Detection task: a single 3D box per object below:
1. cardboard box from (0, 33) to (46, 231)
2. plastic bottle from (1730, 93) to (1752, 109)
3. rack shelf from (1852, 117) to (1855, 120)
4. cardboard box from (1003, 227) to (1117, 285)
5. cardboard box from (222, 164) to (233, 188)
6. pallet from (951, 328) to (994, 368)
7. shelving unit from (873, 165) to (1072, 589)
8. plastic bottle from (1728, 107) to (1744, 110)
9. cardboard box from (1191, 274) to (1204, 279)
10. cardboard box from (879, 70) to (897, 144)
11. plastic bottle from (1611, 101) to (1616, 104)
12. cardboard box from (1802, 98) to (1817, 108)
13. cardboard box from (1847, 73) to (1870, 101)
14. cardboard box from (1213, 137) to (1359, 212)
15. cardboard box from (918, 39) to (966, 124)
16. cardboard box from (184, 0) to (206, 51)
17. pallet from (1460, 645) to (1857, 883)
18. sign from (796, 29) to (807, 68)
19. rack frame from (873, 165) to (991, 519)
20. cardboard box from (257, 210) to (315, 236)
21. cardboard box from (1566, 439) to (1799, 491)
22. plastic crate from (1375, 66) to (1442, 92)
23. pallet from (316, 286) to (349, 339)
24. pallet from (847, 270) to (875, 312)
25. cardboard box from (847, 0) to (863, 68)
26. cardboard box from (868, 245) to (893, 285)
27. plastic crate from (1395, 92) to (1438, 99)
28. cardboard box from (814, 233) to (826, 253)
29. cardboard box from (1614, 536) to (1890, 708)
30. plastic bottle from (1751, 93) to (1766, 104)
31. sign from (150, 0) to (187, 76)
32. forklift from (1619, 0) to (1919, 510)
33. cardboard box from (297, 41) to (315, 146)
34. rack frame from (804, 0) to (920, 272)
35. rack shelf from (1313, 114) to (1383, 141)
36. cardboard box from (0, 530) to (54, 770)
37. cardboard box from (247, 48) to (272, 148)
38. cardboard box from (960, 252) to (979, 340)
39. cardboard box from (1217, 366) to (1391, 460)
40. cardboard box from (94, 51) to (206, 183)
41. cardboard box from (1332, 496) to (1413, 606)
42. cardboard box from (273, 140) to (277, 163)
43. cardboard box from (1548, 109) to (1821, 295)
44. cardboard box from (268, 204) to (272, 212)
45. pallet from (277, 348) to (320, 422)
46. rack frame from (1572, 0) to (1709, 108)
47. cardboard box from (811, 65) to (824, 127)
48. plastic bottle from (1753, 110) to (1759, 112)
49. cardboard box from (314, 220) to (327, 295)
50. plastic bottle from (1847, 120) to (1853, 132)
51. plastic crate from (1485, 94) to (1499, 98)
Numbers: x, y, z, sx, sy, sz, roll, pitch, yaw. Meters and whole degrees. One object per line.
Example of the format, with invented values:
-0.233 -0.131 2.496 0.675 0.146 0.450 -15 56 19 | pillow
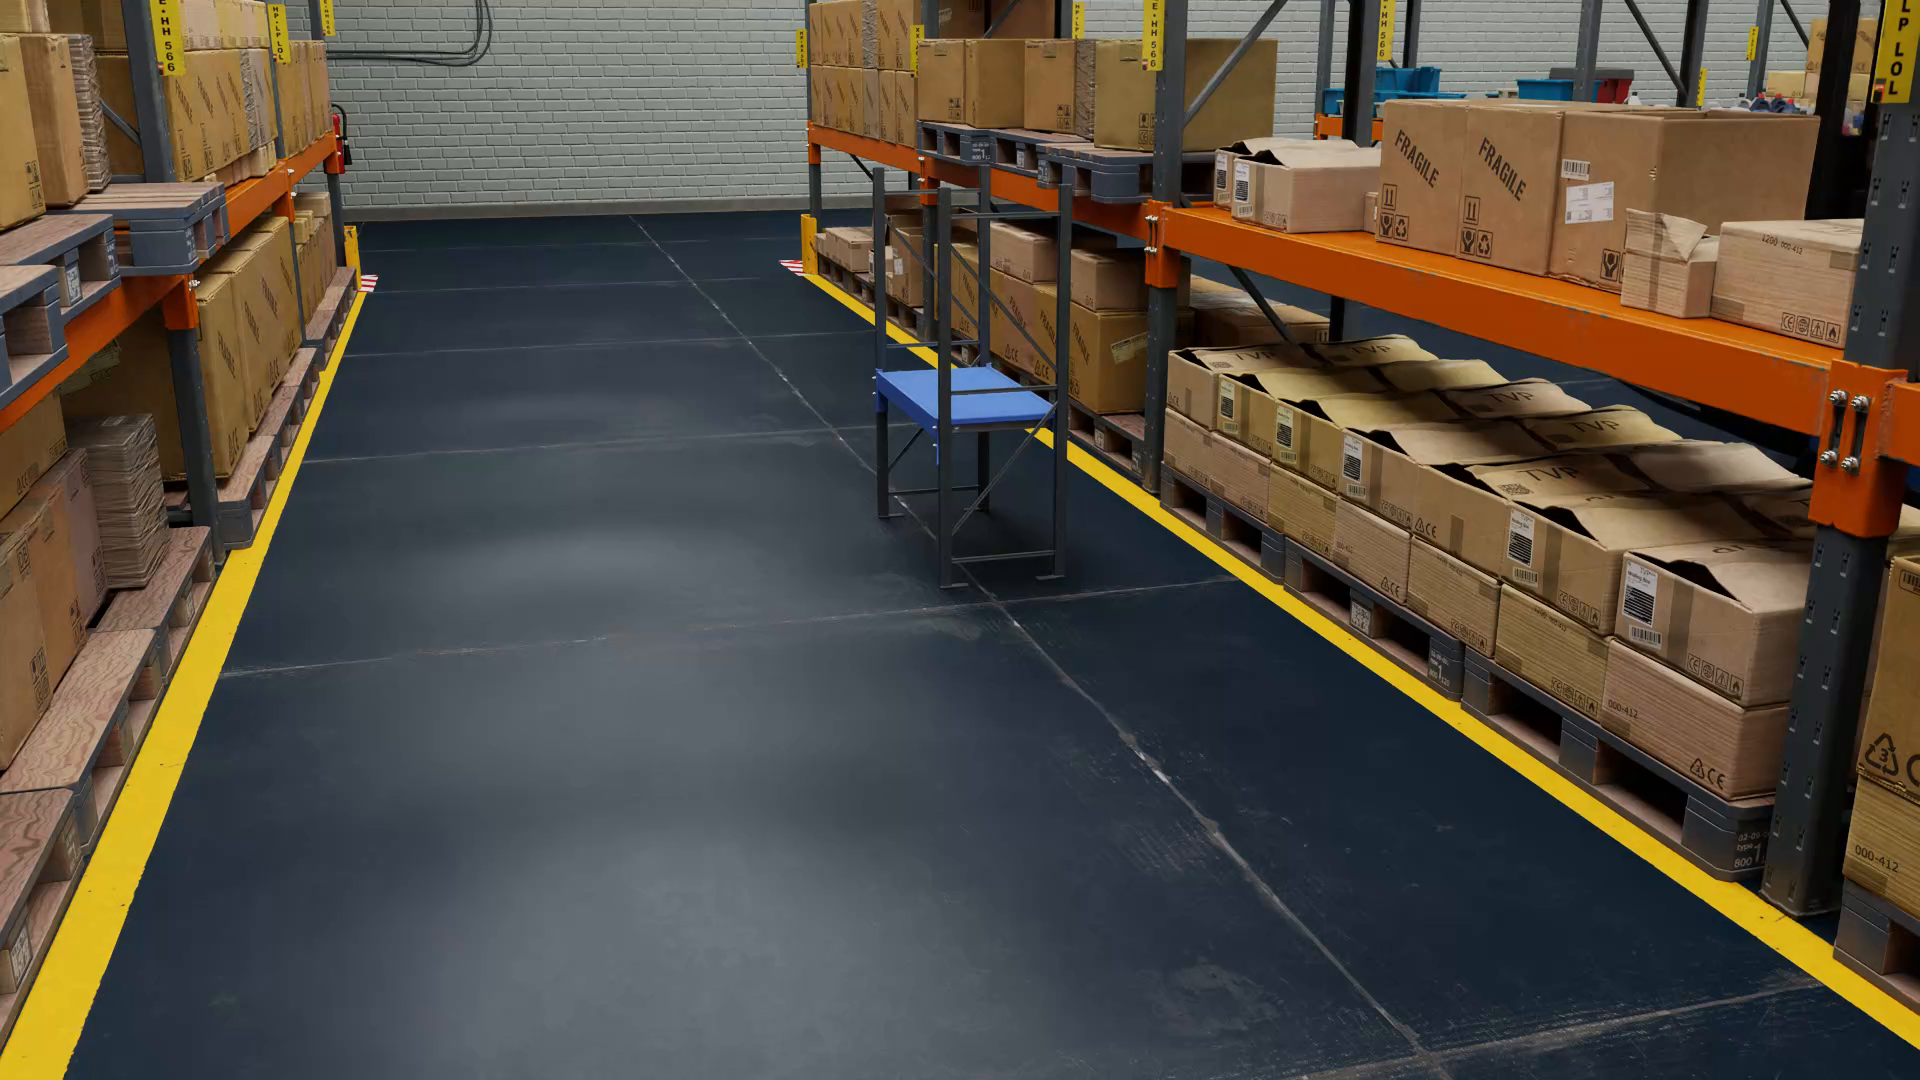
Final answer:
-2.914 -1.089 4.426 0.700 0.500 0.500 -5 17 -15 | cardboard box
5.438 -2.929 11.575 0.144 0.351 0.185 -5 17 -15 | plastic bottle
9.222 -3.793 15.615 1.077 0.370 4.000 -5 17 -15 | rack shelf
0.558 -1.606 9.362 0.500 0.250 0.500 -5 17 -16 | cardboard box
-3.782 -1.798 8.126 0.380 0.149 0.250 -4 17 -14 | cardboard box
0.506 -1.244 10.728 1.003 0.211 1.213 -5 17 -15 | pallet
0.023 -0.695 6.658 0.538 1.500 1.048 -5 17 -15 | shelving unit
5.171 -2.731 11.045 0.152 0.276 0.135 -5 17 -15 | plastic bottle
1.064 -1.285 9.596 0.500 0.500 0.500 -5 18 -17 | cardboard box
-0.281 -3.110 11.918 0.500 0.500 0.500 -4 17 -14 | cardboard box
4.700 -3.001 11.933 0.061 0.283 0.133 -5 17 -15 | plastic bottle
8.595 -4.304 16.504 0.380 0.149 0.250 -5 17 -17 | cardboard box
8.829 -4.324 15.878 0.500 0.250 0.500 -5 18 -17 | cardboard box
1.403 -1.549 7.049 0.500 0.311 0.500 -4 17 -12 | cardboard box
0.161 -2.902 10.496 0.700 0.500 0.500 -12 20 -34 | cardboard box
-3.442 -2.156 6.888 0.500 0.250 0.500 -5 17 -16 | cardboard box
2.204 0.546 4.768 1.003 0.211 1.213 -5 17 -15 | pallet
-1.375 -4.280 14.481 0.100 0.325 0.005 -5 17 -15 | sign
-0.116 -0.835 7.126 0.500 1.500 0.032 -5 17 -15 | rack frame
-4.685 -2.192 11.524 0.380 0.149 0.250 -5 17 -17 | cardboard box
2.294 -0.158 5.338 0.500 0.311 0.500 -5 18 -17 | cardboard box
4.182 -4.267 15.776 0.616 0.435 0.499 -5 17 -15 | plastic crate
-4.989 -1.628 12.006 1.003 0.211 1.213 -5 17 -15 | pallet
-0.281 -1.994 13.225 1.003 0.211 1.213 -5 17 -15 | pallet
-0.561 -3.868 12.704 0.500 0.500 0.500 -5 17 -16 | cardboard box
-0.390 -2.067 12.530 0.500 0.311 0.500 -5 17 -15 | cardboard box
4.023 -3.789 14.538 0.416 0.233 0.300 -5 17 -15 | plastic crate
-1.069 -2.611 14.620 0.380 0.149 0.250 -5 17 -15 | cardboard box
2.057 0.169 4.251 0.500 0.311 0.500 -5 17 -15 | cardboard box
5.577 -2.940 11.613 0.144 0.351 0.185 -5 17 -15 | plastic bottle
-2.898 -1.865 6.071 0.100 0.325 0.005 -5 17 -15 | sign
4.123 -1.650 7.350 1.130 2.935 3.031 -2 17 -7 | forklift
-5.054 -3.107 11.560 0.980 0.700 0.700 -6 18 -18 | cardboard box
-0.854 -3.908 14.749 1.000 3.000 0.127 -5 17 -15 | rack frame
4.460 -3.401 14.311 1.077 0.370 4.000 -5 17 -15 | rack shelf
-2.828 0.305 4.304 0.700 0.500 0.500 -4 17 -15 | cardboard box
-3.997 -2.361 8.872 0.500 0.500 0.500 -5 17 -15 | cardboard box
0.302 -1.516 10.364 0.500 0.500 0.500 -4 17 -14 | cardboard box
1.359 -0.536 6.596 0.500 0.311 0.500 -5 17 -17 | cardboard box
-3.304 -1.657 6.530 0.500 0.500 0.500 -4 17 -14 | cardboard box
1.635 0.013 5.746 0.500 0.250 0.500 -4 17 -14 | cardboard box
-4.151 -2.227 9.555 0.380 0.149 0.250 -5 17 -15 | cardboard box
2.104 -0.996 4.881 0.500 0.500 0.500 -3 17 -11 | cardboard box
-5.345 -2.454 12.395 0.380 0.149 0.250 -5 17 -15 | cardboard box
-4.232 -0.866 9.469 1.003 0.211 1.213 -5 17 -15 | pallet
5.009 -3.192 12.366 1.000 3.000 0.127 -5 17 -15 | rack frame
-0.985 -3.813 14.257 0.500 0.500 0.500 -4 17 -14 | cardboard box
5.094 -2.618 10.678 0.097 0.271 0.097 0 17 0 | plastic bottle
-5.051 -2.056 12.199 0.700 0.500 0.500 -5 18 -17 | cardboard box
5.826 -2.642 10.879 0.097 0.201 0.097 0 17 0 | plastic bottle
4.721 -3.700 14.241 0.416 0.233 0.300 -5 17 -15 | plastic crate
